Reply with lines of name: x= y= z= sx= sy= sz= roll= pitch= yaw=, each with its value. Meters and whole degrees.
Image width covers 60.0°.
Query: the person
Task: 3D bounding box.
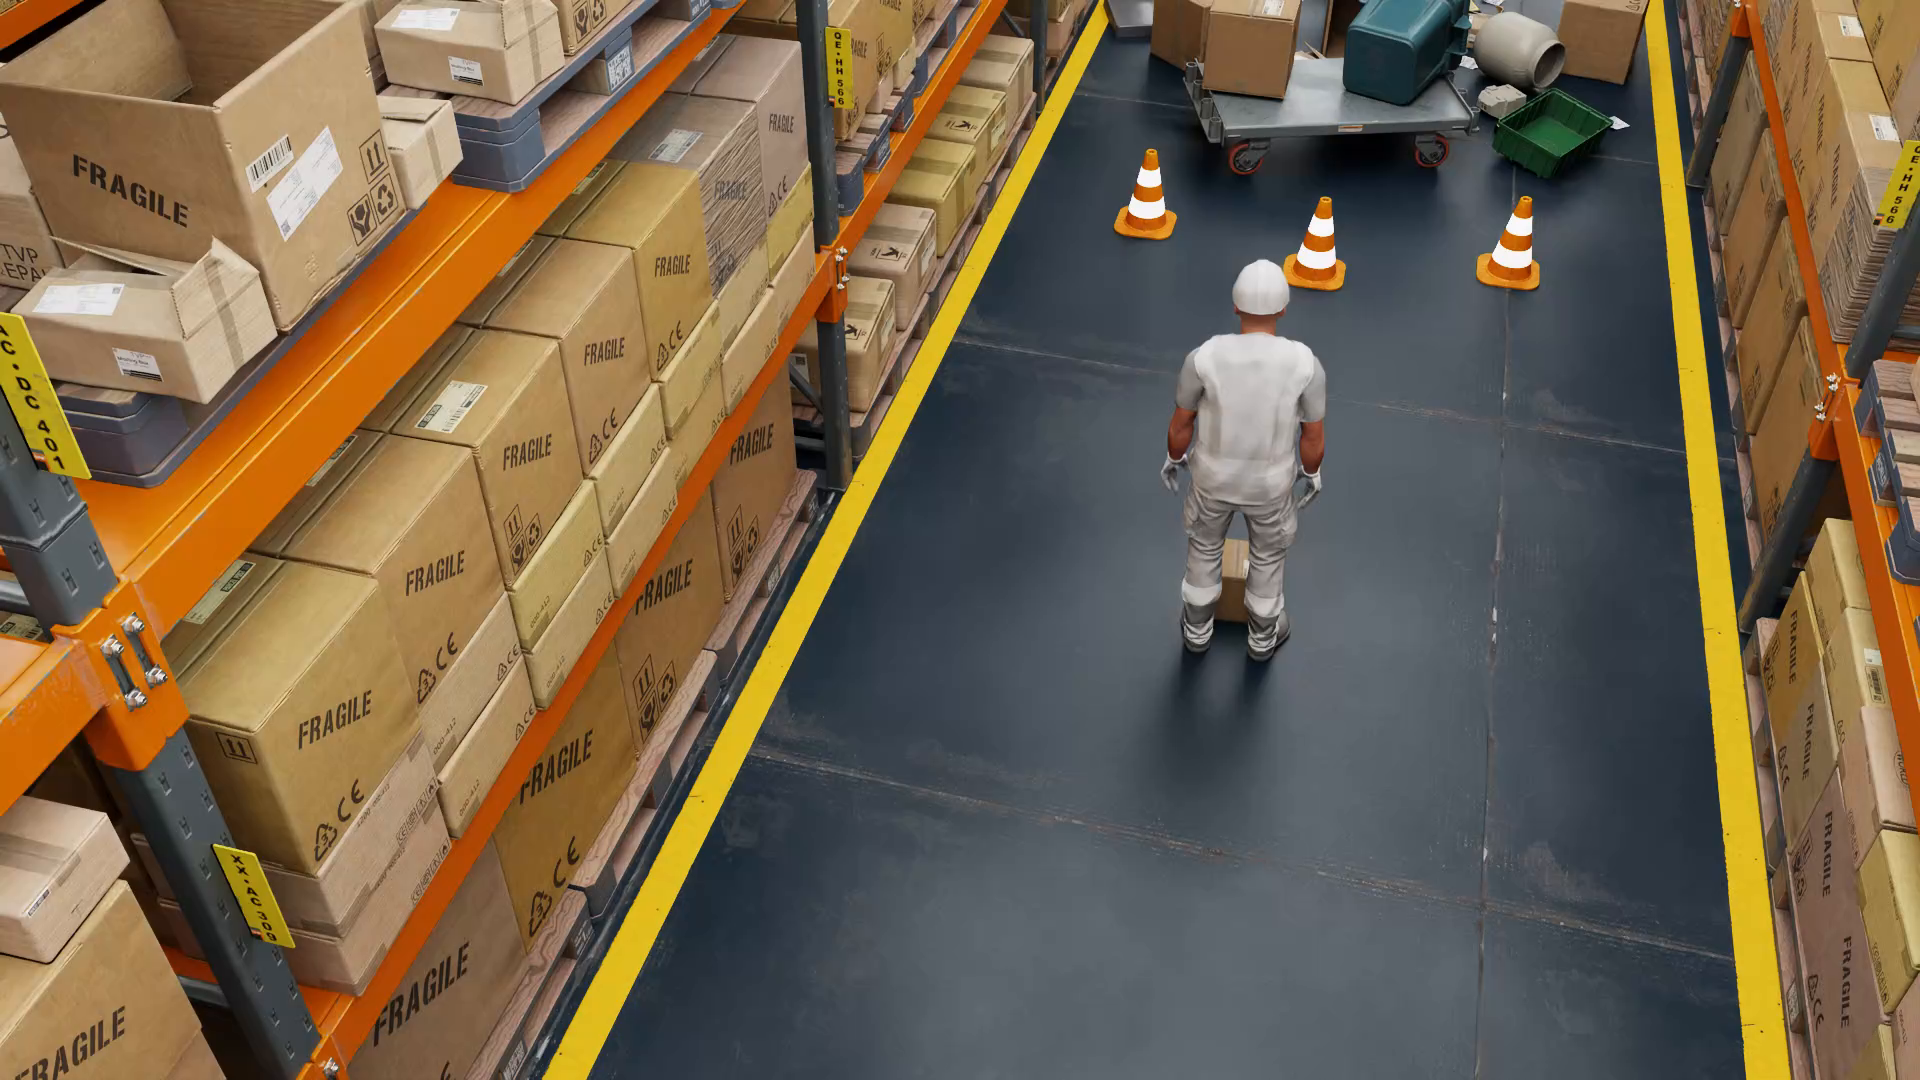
person: x=15.291 y=-3.445 z=10.194 sx=26.309 sy=1.734 sz=16.022 roll=8 pitch=41 yaw=9
